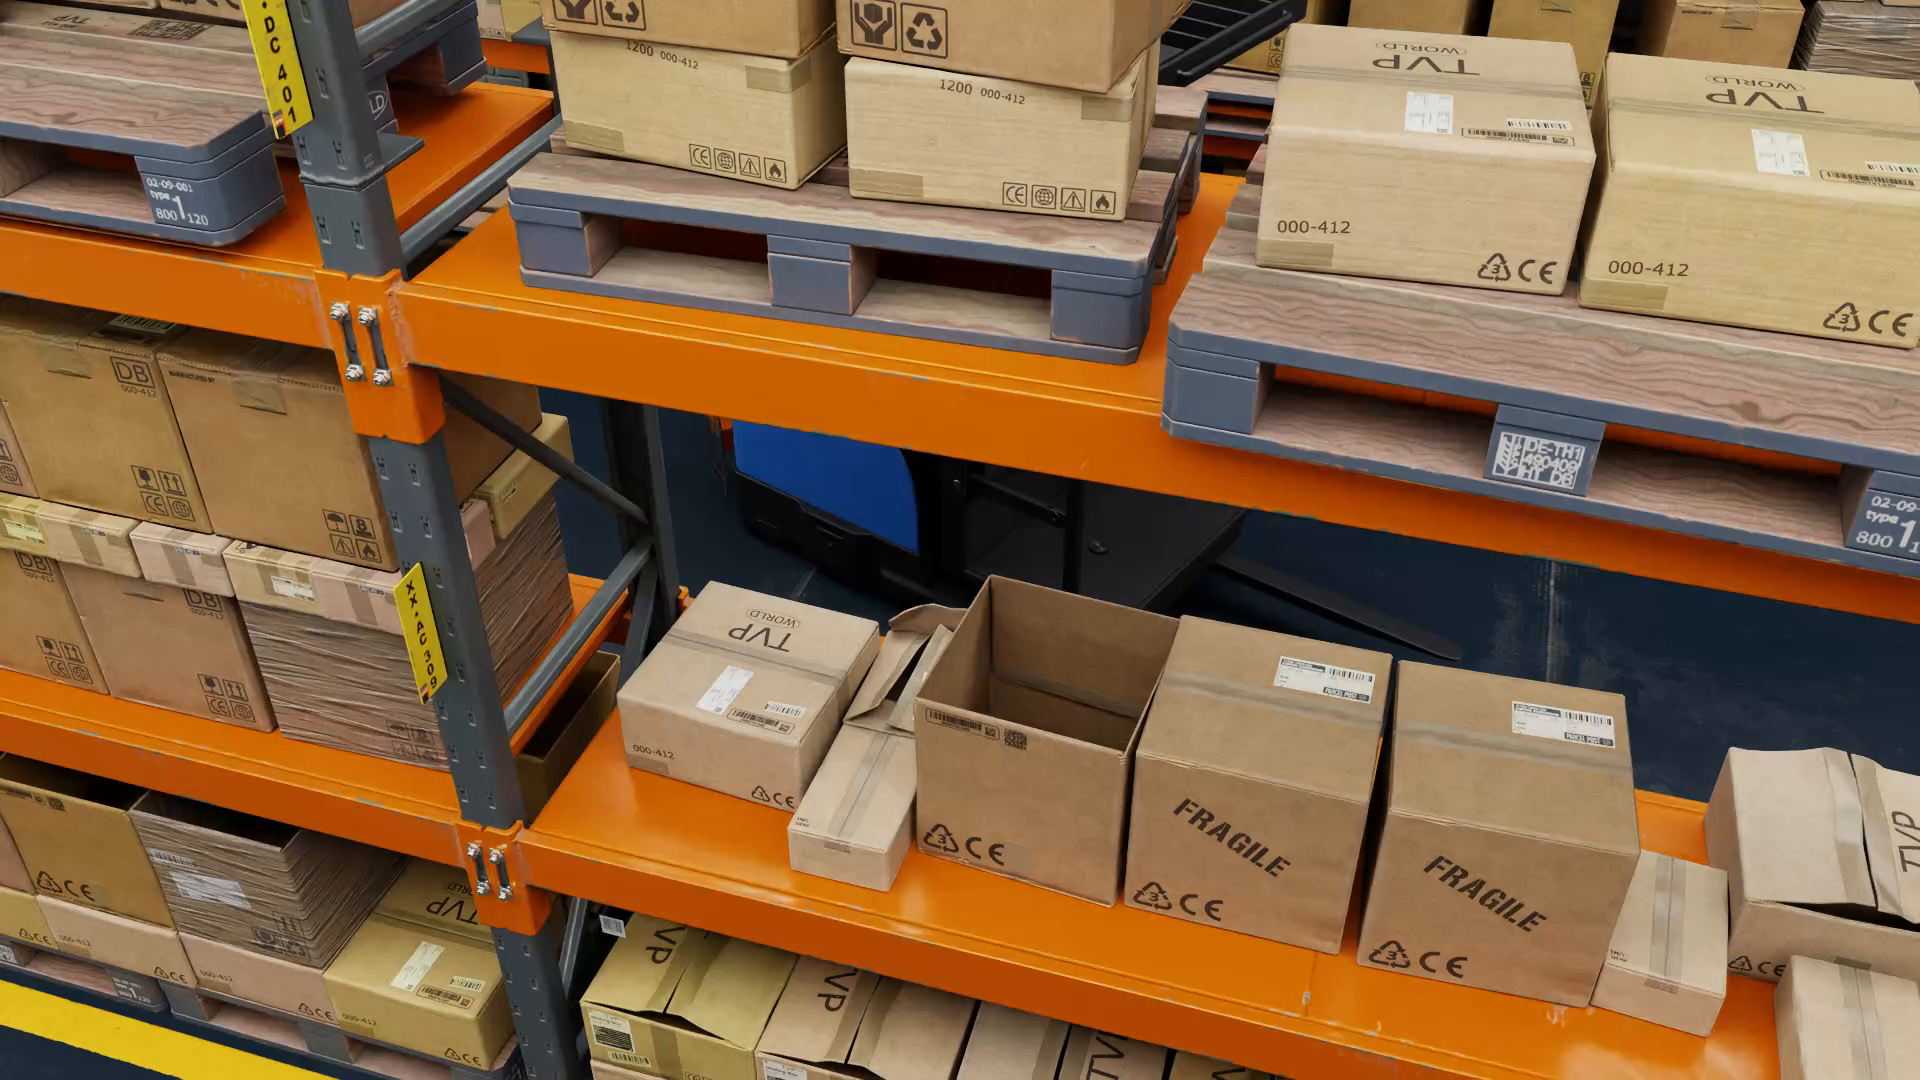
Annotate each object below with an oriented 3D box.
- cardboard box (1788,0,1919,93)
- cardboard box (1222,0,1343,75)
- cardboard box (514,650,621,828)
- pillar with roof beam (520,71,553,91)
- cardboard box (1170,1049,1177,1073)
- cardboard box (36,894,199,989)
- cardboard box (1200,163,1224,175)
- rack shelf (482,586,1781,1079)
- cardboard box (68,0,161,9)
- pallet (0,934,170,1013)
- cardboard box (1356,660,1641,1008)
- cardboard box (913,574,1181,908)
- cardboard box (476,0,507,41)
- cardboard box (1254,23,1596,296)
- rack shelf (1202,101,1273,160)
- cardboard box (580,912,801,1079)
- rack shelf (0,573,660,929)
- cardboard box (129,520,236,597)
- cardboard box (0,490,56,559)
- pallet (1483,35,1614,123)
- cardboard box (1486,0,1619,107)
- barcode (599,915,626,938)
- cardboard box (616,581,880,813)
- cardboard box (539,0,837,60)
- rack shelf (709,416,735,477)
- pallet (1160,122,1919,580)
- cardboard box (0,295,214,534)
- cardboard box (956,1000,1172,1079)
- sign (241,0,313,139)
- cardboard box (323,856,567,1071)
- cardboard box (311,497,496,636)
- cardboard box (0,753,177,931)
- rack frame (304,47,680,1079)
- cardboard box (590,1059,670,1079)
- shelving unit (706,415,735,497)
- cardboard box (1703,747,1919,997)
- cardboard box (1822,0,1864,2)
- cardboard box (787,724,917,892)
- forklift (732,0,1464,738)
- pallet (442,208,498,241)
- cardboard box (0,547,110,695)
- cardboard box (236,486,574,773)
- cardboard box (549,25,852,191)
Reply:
[{"bbox_3d":[3.824,-2.118,7.141,0.500,0.500,0.700,6,37,8],"label":"cardboard box"},{"bbox_3d":[1.465,-2.535,7.708,0.500,0.500,0.700,14,39,19],"label":"cardboard box"},{"bbox_3d":[-1.365,0.651,5.168,0.500,0.500,0.500,10,38,14],"label":"cardboard box"},{"bbox_3d":[-3.718,-3.583,4.526,0.400,9.000,9.100,10,38,14],"label":"pillar with roof beam"},{"bbox_3d":[0.437,1.302,4.916,0.500,0.250,0.500,11,38,15],"label":"cardboard box"},{"bbox_3d":[-2.480,1.080,5.218,0.500,0.250,0.500,10,38,14],"label":"cardboard box"},{"bbox_3d":[1.165,-1.579,8.603,0.500,0.500,0.700,12,38,15],"label":"cardboard box"},{"bbox_3d":[0.893,0.917,4.080,4.000,0.370,1.077,10,38,14],"label":"rack shelf"},{"bbox_3d":[-1.933,-1.458,3.772,0.500,0.311,0.500,9,37,11],"label":"cardboard box"},{"bbox_3d":[-2.931,1.018,5.689,1.213,0.211,1.003,10,38,14],"label":"pallet"},{"bbox_3d":[1.196,0.653,3.748,0.500,0.500,0.500,9,37,11],"label":"cardboard box"},{"bbox_3d":[0.215,0.472,3.994,0.500,0.500,0.500,13,38,17],"label":"cardboard box"},{"bbox_3d":[-2.489,-2.835,8.681,0.500,0.250,0.500,9,37,12],"label":"cardboard box"},{"bbox_3d":[0.791,-0.670,2.872,0.500,0.250,0.500,7,37,10],"label":"cardboard box"},{"bbox_3d":[2.367,-1.886,7.889,4.000,0.370,1.077,10,38,14],"label":"rack shelf"},{"bbox_3d":[-0.696,1.200,4.581,0.500,0.311,0.500,11,38,14],"label":"cardboard box"},{"bbox_3d":[-2.925,0.210,5.041,4.000,0.370,1.077,10,38,14],"label":"rack shelf"},{"bbox_3d":[-1.825,-0.044,4.148,0.250,0.149,0.380,9,37,13],"label":"cardboard box"},{"bbox_3d":[-2.310,-0.135,4.272,0.250,0.149,0.380,10,38,14],"label":"cardboard box"},{"bbox_3d":[2.374,-2.072,7.697,1.213,0.211,1.003,10,38,14],"label":"pallet"},{"bbox_3d":[2.628,-2.325,7.423,0.500,0.500,0.700,10,38,14],"label":"cardboard box"},{"bbox_3d":[-0.896,0.997,4.292,0.075,0.075,0.001,10,38,14],"label":"barcode"},{"bbox_3d":[-0.533,0.396,4.307,0.500,0.250,0.500,13,38,17],"label":"cardboard box"},{"bbox_3d":[-0.439,-1.214,2.978,0.500,0.500,0.500,11,38,14],"label":"cardboard box"},{"bbox_3d":[-0.984,-0.473,7.489,0.240,0.259,0.215,-16,38,-20],"label":"rack shelf"},{"bbox_3d":[1.059,-0.417,2.914,1.213,0.211,1.003,12,38,16],"label":"pallet"},{"bbox_3d":[-1.924,-0.452,4.155,0.500,0.500,0.700,10,38,14],"label":"cardboard box"},{"bbox_3d":[0.275,1.382,4.334,0.500,0.311,0.500,9,37,12],"label":"cardboard box"},{"bbox_3d":[-1.180,-0.860,2.855,0.005,0.325,0.100,10,38,14],"label":"sign"},{"bbox_3d":[-1.524,1.254,4.981,0.500,0.250,0.500,10,38,14],"label":"cardboard box"},{"bbox_3d":[-1.339,0.045,4.026,0.250,0.149,0.380,10,38,14],"label":"cardboard box"},{"bbox_3d":[-2.476,0.771,5.005,0.500,0.500,0.500,10,38,14],"label":"cardboard box"},{"bbox_3d":[-1.016,0.274,4.348,0.127,3.000,1.000,10,38,14],"label":"rack frame"},{"bbox_3d":[-0.705,1.424,4.751,0.500,0.250,0.500,10,37,13],"label":"cardboard box"},{"bbox_3d":[-0.987,-0.708,7.322,0.252,1.050,0.215,-16,38,-20],"label":"shelving unit"},{"bbox_3d":[2.006,0.749,3.777,0.500,0.311,0.500,10,38,13],"label":"cardboard box"},{"bbox_3d":[3.626,-2.394,6.969,0.250,0.149,0.380,5,37,6],"label":"cardboard box"},{"bbox_3d":[-0.231,0.647,4.052,0.250,0.149,0.380,10,38,14],"label":"cardboard box"},{"bbox_3d":[0.501,-0.957,6.077,3.031,2.935,1.130,24,43,29],"label":"forklift"},{"bbox_3d":[-2.523,-1.937,9.703,1.213,0.211,1.003,10,38,14],"label":"pallet"},{"bbox_3d":[-2.424,-0.022,4.665,0.500,0.500,0.700,11,38,15],"label":"cardboard box"},{"bbox_3d":[-1.441,0.159,4.420,0.500,0.500,0.700,10,37,13],"label":"cardboard box"},{"bbox_3d":[-0.431,-0.929,3.223,0.500,0.250,0.500,14,39,19],"label":"cardboard box"}]
